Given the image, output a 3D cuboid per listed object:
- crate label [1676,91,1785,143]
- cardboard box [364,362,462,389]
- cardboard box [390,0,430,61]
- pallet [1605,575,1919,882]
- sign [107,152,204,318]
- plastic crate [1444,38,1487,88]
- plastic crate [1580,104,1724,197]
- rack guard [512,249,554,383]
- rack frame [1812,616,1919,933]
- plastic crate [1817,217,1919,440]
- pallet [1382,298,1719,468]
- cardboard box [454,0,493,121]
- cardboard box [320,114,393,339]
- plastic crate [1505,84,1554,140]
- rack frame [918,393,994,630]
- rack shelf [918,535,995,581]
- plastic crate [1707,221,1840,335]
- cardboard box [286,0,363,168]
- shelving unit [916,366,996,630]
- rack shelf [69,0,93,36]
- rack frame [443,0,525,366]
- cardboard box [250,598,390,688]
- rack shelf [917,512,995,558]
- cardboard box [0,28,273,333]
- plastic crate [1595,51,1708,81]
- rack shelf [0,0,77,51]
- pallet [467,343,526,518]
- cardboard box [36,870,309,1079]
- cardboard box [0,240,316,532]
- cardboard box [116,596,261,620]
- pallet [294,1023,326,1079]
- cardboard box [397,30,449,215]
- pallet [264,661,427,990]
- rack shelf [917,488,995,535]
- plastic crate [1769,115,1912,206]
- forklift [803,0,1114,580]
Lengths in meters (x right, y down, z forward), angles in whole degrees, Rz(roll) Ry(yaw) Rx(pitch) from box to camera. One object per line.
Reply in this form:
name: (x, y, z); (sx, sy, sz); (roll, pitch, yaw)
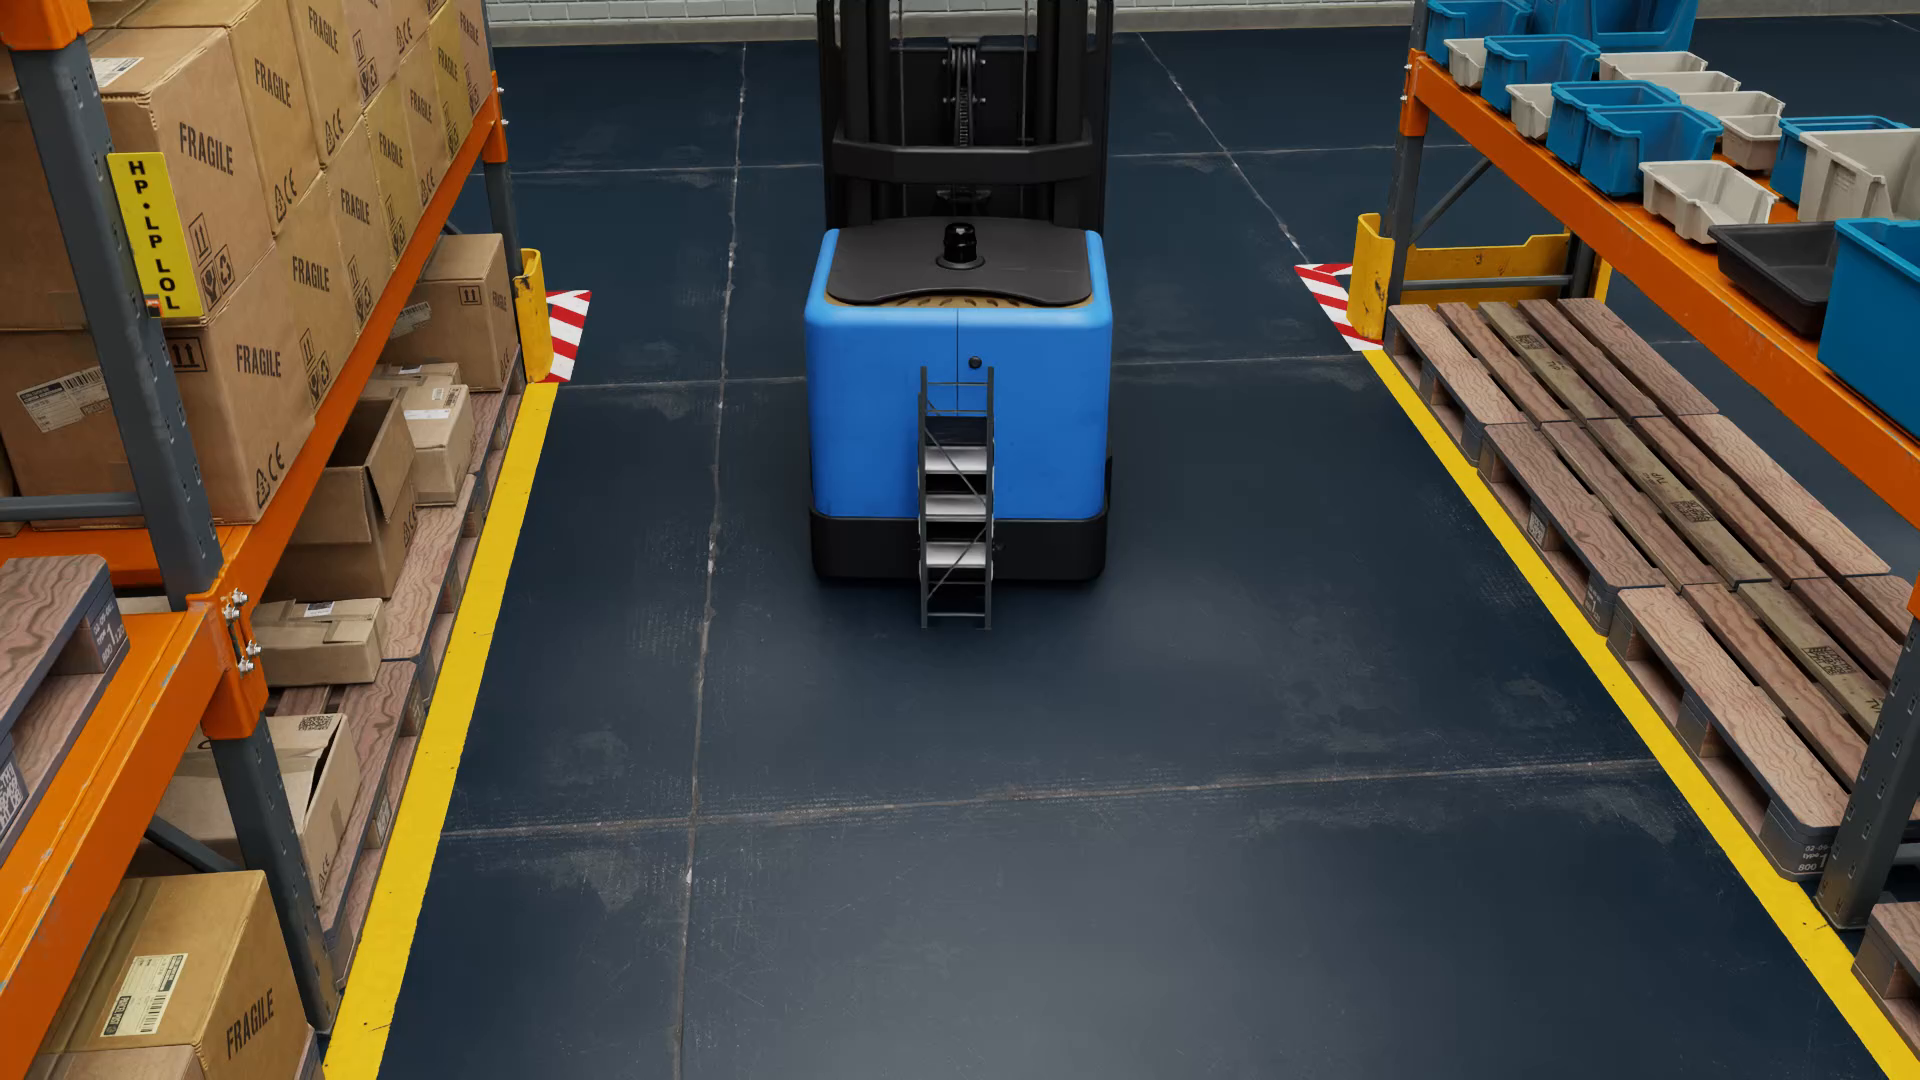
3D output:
crate label: (2.799, -1.543, 6.106); (0.396, 0.136, 0.243); (-3, 31, -5)
cardboard box: (-2.208, -0.588, 6.643); (0.380, 0.166, 0.250); (-3, 31, -5)
cardboard box: (-2.036, -1.828, 5.313); (0.500, 0.500, 0.500); (-2, 31, -3)
pallet: (2.746, 0.538, 5.143); (1.003, 0.211, 1.213); (-3, 31, -5)
sign: (-1.527, -0.576, 3.159); (0.100, 0.325, 0.005); (-3, 31, -5)
plastic crate: (2.122, -1.931, 6.756); (0.250, 0.136, 0.298); (-3, 31, -5)
plastic crate: (2.326, -1.314, 5.630); (0.416, 0.233, 0.300); (-3, 31, -5)
rack guard: (-2.446, -0.980, 7.404); (1.175, 0.500, 0.348); (-3, 31, -5)
rack frame: (2.853, -0.285, 3.803); (1.000, 3.000, 0.127); (-3, 31, -5)
plastic crate: (2.470, -0.526, 4.163); (0.392, 0.384, 0.575); (-3, 31, -5)
pallet: (2.518, -0.708, 7.229); (1.003, 0.211, 1.213); (-3, 31, -5)
cardboard box: (-2.140, -1.920, 6.441); (0.500, 0.500, 0.500); (-2, 31, -3)
cardboard box: (-1.951, -0.883, 4.706); (0.500, 0.500, 0.500); (-3, 31, -5)
plastic crate: (2.186, -1.584, 6.176); (0.250, 0.136, 0.298); (-3, 31, -5)
rack frame: (-0.014, -0.078, 5.502); (0.240, 0.900, 0.006); (1, 31, 1)
rack shelf: (-0.011, 0.053, 5.699); (0.258, 0.077, 0.200); (1, 31, 1)
plastic crate: (2.481, -0.752, 4.793); (0.437, 0.125, 0.590); (-3, 31, -5)
cardboard box: (-1.939, -1.302, 4.432); (0.500, 0.500, 0.500); (-4, 31, -6)
shelving unit: (-0.011, -0.130, 5.590); (0.258, 0.900, 0.210); (1, 31, 1)
rack shelf: (-2.266, -2.050, 4.533); (1.077, 0.370, 4.000); (-3, 31, -5)
rack frame: (-2.453, -2.092, 6.828); (1.000, 3.000, 0.127); (-3, 31, -5)
cardboard box: (-1.994, 0.312, 5.137); (0.380, 0.166, 0.250); (-3, 31, -5)
rack shelf: (-0.011, -0.024, 5.653); (0.258, 0.077, 0.200); (1, 31, 1)
cardboard box: (-1.843, -0.776, 3.552); (0.500, 0.500, 0.500); (-2, 31, -3)
plastic crate: (2.736, -1.833, 6.591); (0.396, 0.136, 0.243); (-3, 31, -5)
rack shelf: (-1.892, -0.008, 1.114); (1.077, 0.370, 4.000); (-3, 31, -5)
pallet: (-2.370, -0.449, 6.796); (1.003, 0.211, 1.213); (-3, 31, -5)
cardboard box: (-1.748, 1.072, 3.538); (0.500, 0.500, 0.500); (-3, 31, -5)
cardboard box: (-1.855, -0.366, 3.840); (0.500, 0.500, 0.500); (-2, 31, -3)
cardboard box: (-2.485, 0.255, 5.091); (0.500, 0.311, 0.500); (-3, 31, -5)
pallet: (-1.965, 1.561, 3.431); (1.003, 0.211, 1.213); (-3, 31, -5)
cardboard box: (-2.047, -1.400, 5.571); (0.500, 0.500, 0.500); (-3, 31, -4)
pallet: (-2.142, 0.797, 4.711); (1.003, 0.211, 1.213); (-3, 31, -5)
rack shelf: (-0.011, -0.101, 5.607); (0.258, 0.077, 0.200); (1, 31, 1)
plastic crate: (2.926, -1.245, 5.514); (0.416, 0.233, 0.300); (-3, 31, -5)
forklift: (0.024, -1.835, 6.464); (1.130, 2.935, 3.031); (1, 31, 1)
